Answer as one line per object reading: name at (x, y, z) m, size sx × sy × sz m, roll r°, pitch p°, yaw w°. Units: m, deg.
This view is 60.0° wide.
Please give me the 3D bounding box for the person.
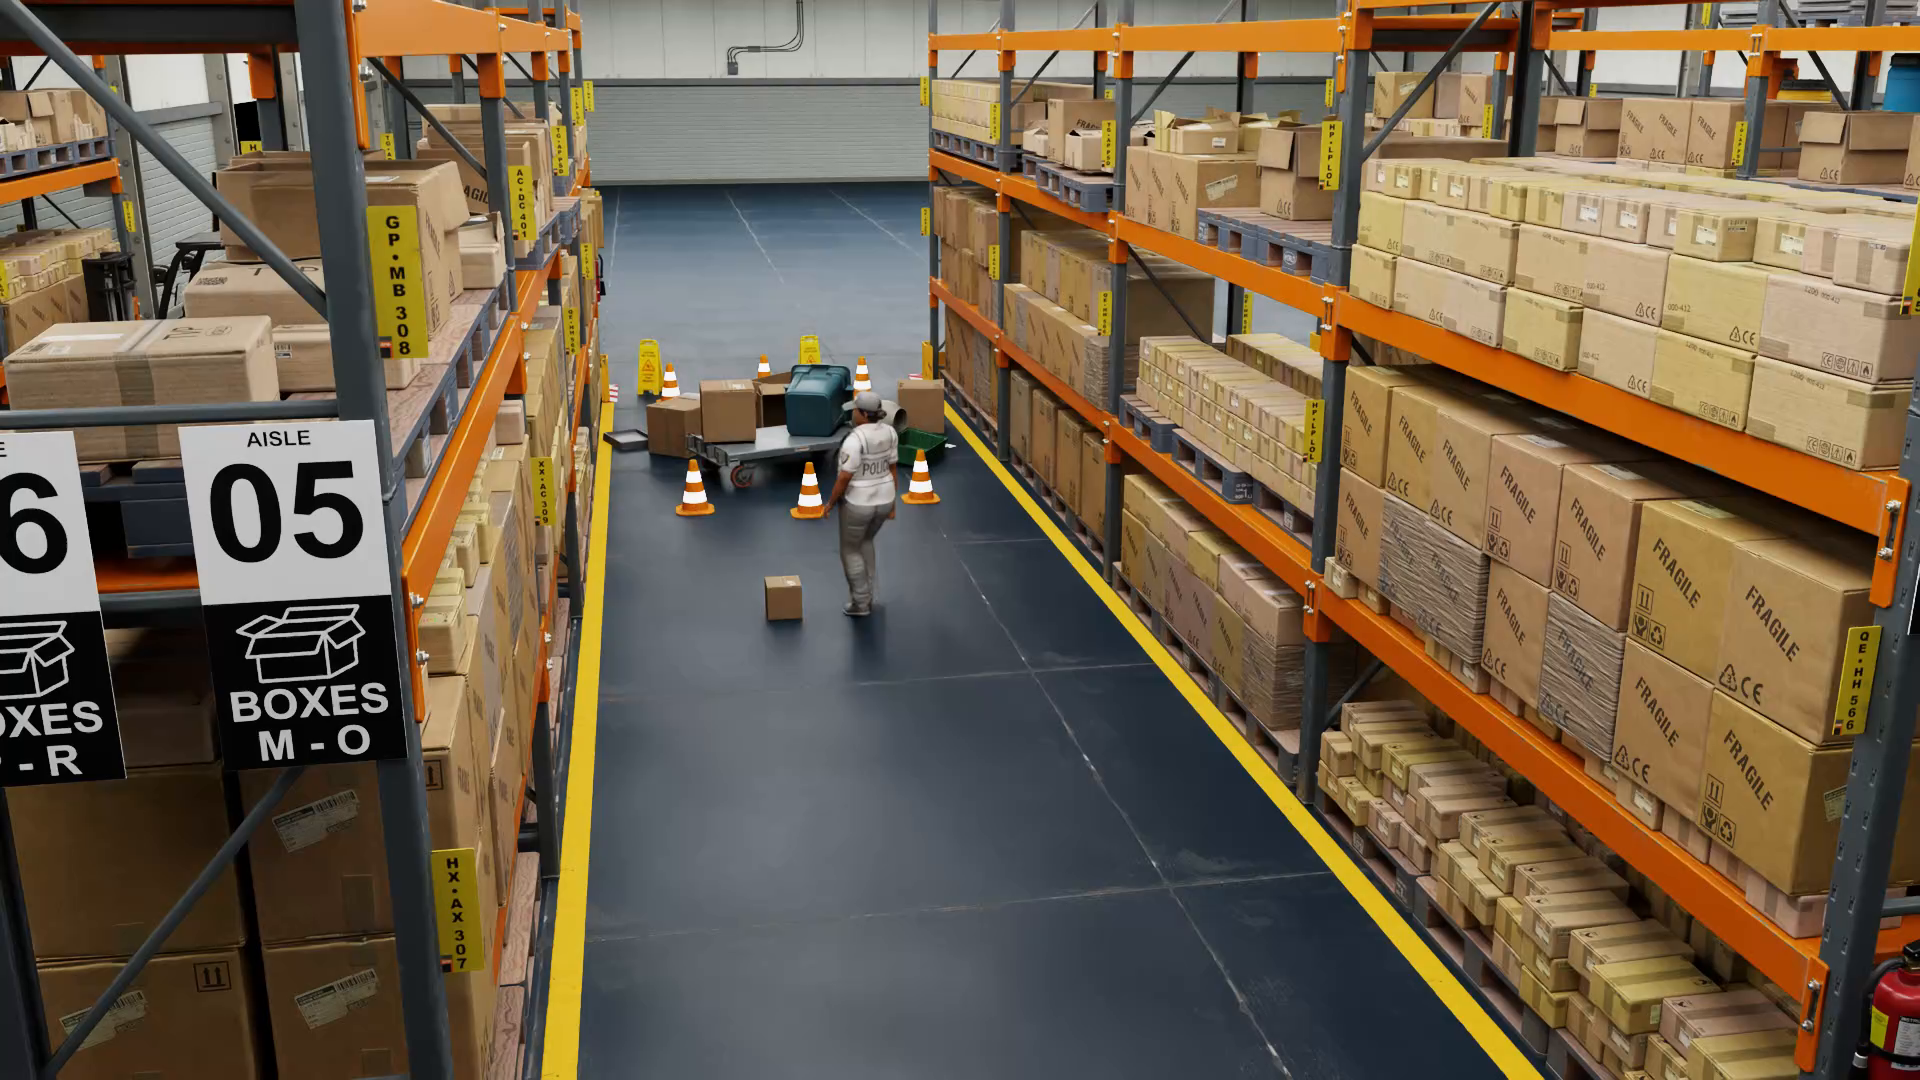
person at (2.036, -8.690, 32.833) m, size 26.789 × 6.047 × 37.408 m, roll 15°, pitch 22°, yaw 40°
